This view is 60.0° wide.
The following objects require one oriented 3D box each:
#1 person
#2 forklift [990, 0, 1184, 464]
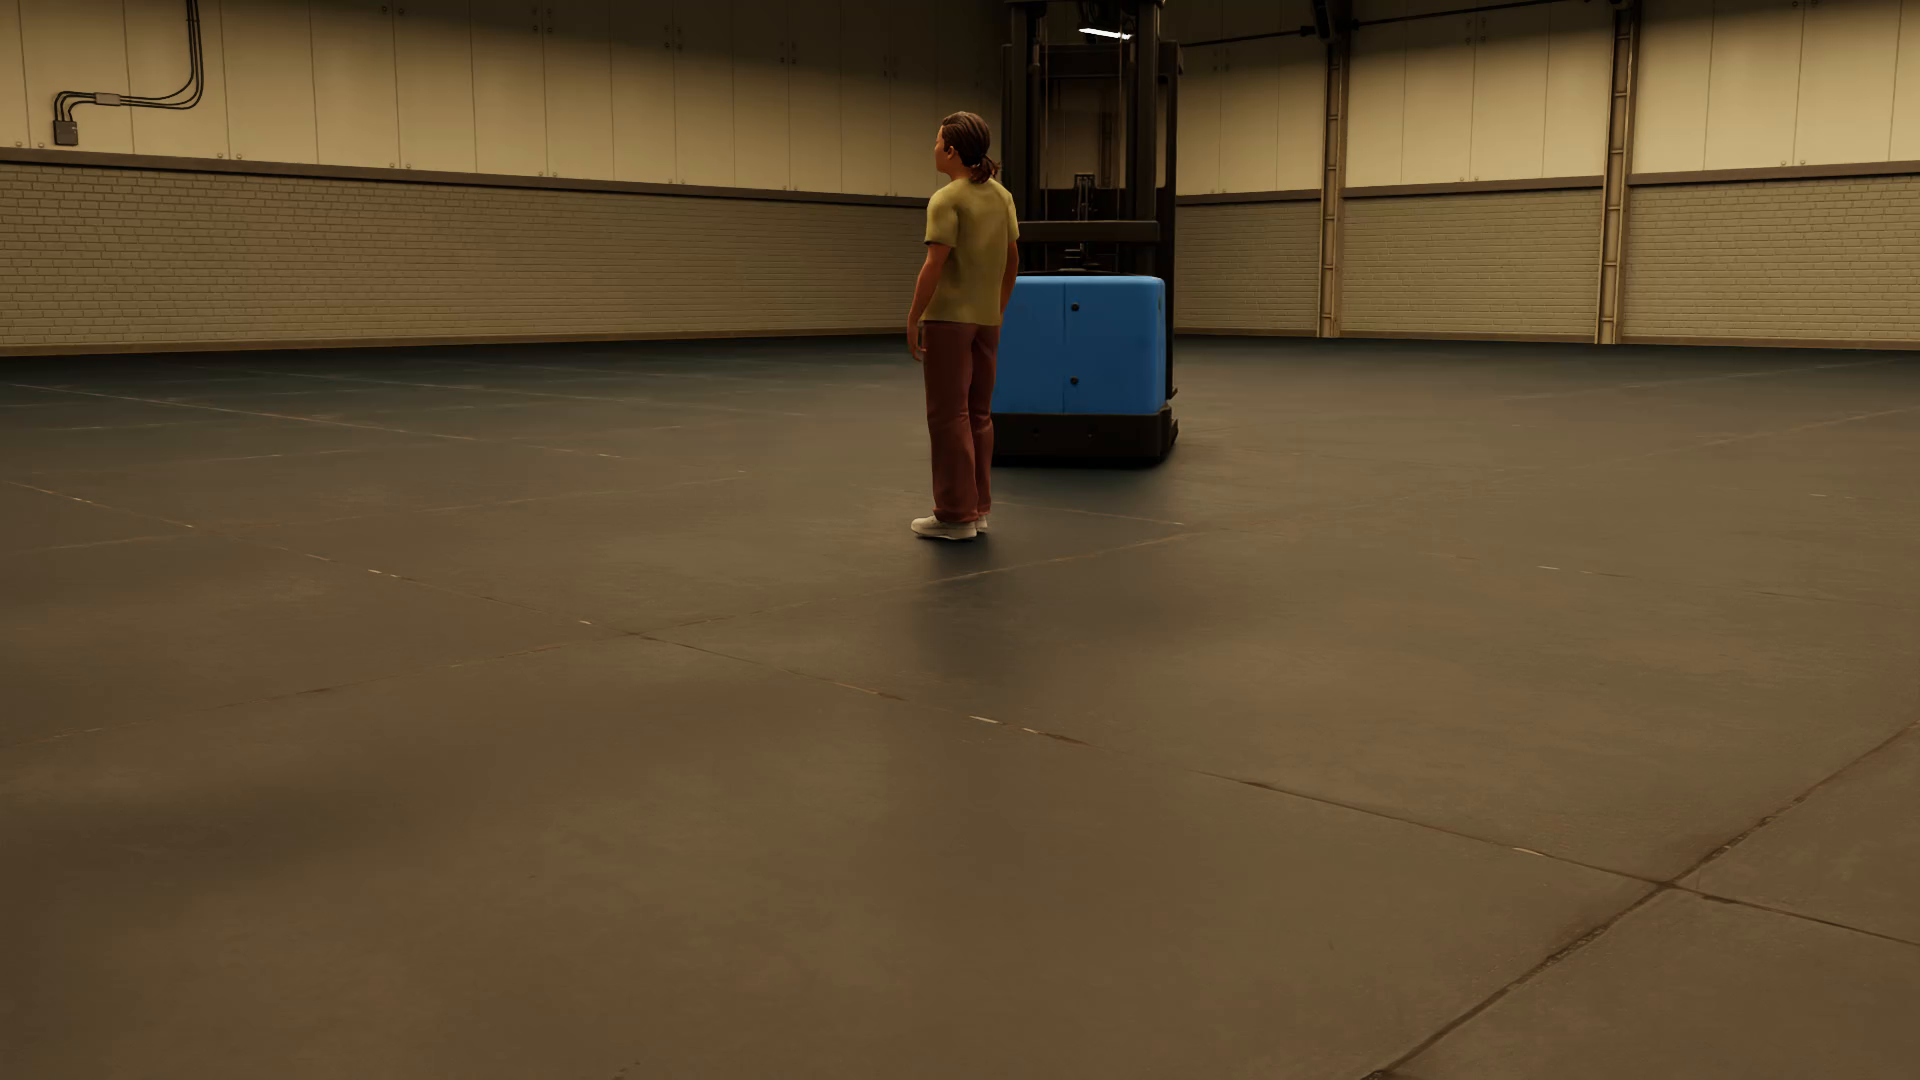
[{"bbox_3d":[-0.045,-0.845,6.650,0.549,1.675,0.553,8,12,43],"label":"person"},{"bbox_3d":[0.841,-2.069,10.613,1.130,2.935,3.031,1,9,10],"label":"forklift"}]
